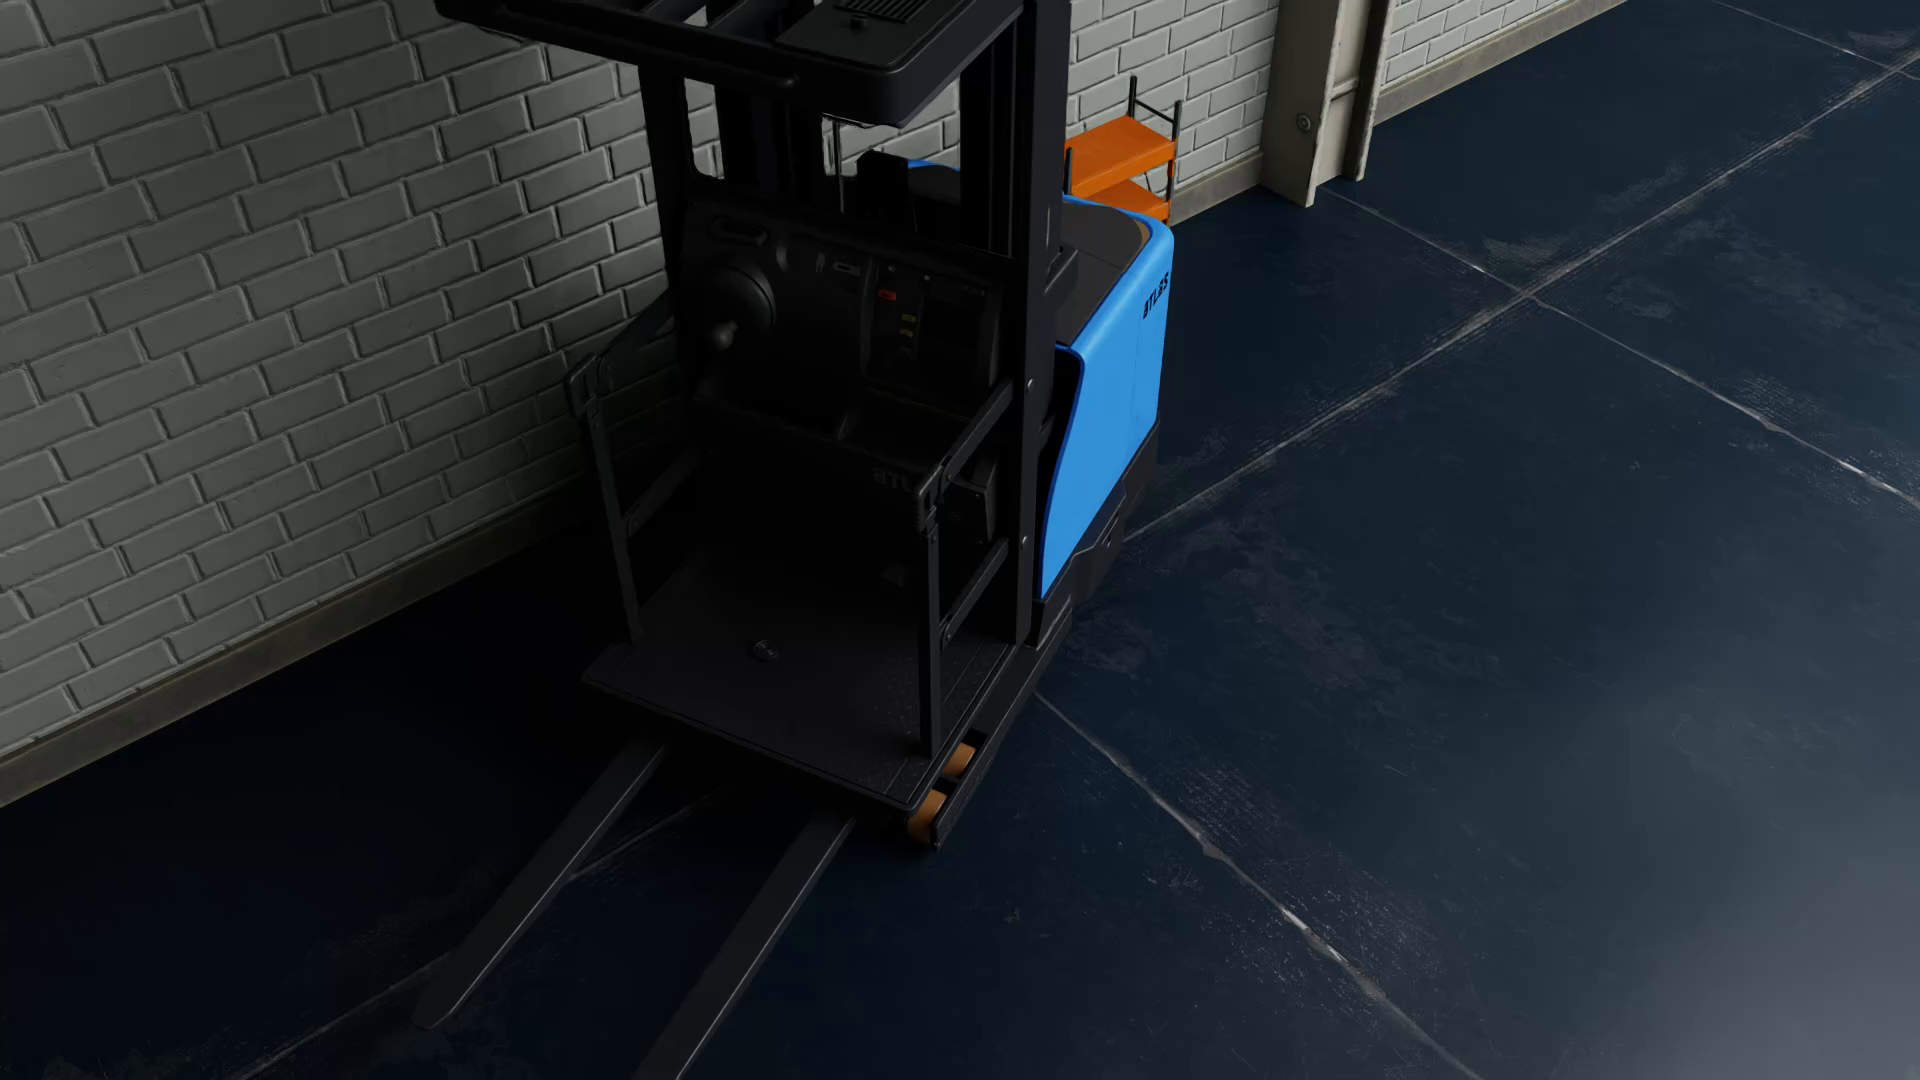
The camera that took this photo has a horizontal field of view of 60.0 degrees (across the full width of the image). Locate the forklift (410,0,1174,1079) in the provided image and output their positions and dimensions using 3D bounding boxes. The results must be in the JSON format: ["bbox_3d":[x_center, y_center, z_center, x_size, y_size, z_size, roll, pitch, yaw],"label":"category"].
[{"bbox_3d":[-0.409,-0.534,4.178,1.130,2.935,3.031,19,46,19],"label":"forklift"}]

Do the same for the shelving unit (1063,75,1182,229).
[{"bbox_3d":[0.473,-0.984,5.921,0.503,1.200,0.258,-29,50,-27],"label":"shelving unit"}]

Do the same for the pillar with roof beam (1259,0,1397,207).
[{"bbox_3d":[4.332,-2.646,1.994,0.400,9.000,9.100,-30,51,-28],"label":"pillar with roof beam"}]

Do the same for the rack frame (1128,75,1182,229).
[{"bbox_3d":[0.663,-1.088,6.033,0.015,1.200,0.240,-29,50,-27],"label":"rack frame"}]

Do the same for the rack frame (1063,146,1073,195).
[{"bbox_3d":[0.283,-0.879,5.810,0.015,1.200,0.240,-29,50,-27],"label":"rack frame"}]

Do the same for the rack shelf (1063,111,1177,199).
[{"bbox_3d":[0.473,-1.270,5.652,0.480,0.148,0.258,-29,50,-27],"label":"rack shelf"}]

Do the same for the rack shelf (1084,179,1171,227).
[{"bbox_3d":[0.473,-1.098,5.814,0.480,0.148,0.258,-29,50,-27],"label":"rack shelf"}]
